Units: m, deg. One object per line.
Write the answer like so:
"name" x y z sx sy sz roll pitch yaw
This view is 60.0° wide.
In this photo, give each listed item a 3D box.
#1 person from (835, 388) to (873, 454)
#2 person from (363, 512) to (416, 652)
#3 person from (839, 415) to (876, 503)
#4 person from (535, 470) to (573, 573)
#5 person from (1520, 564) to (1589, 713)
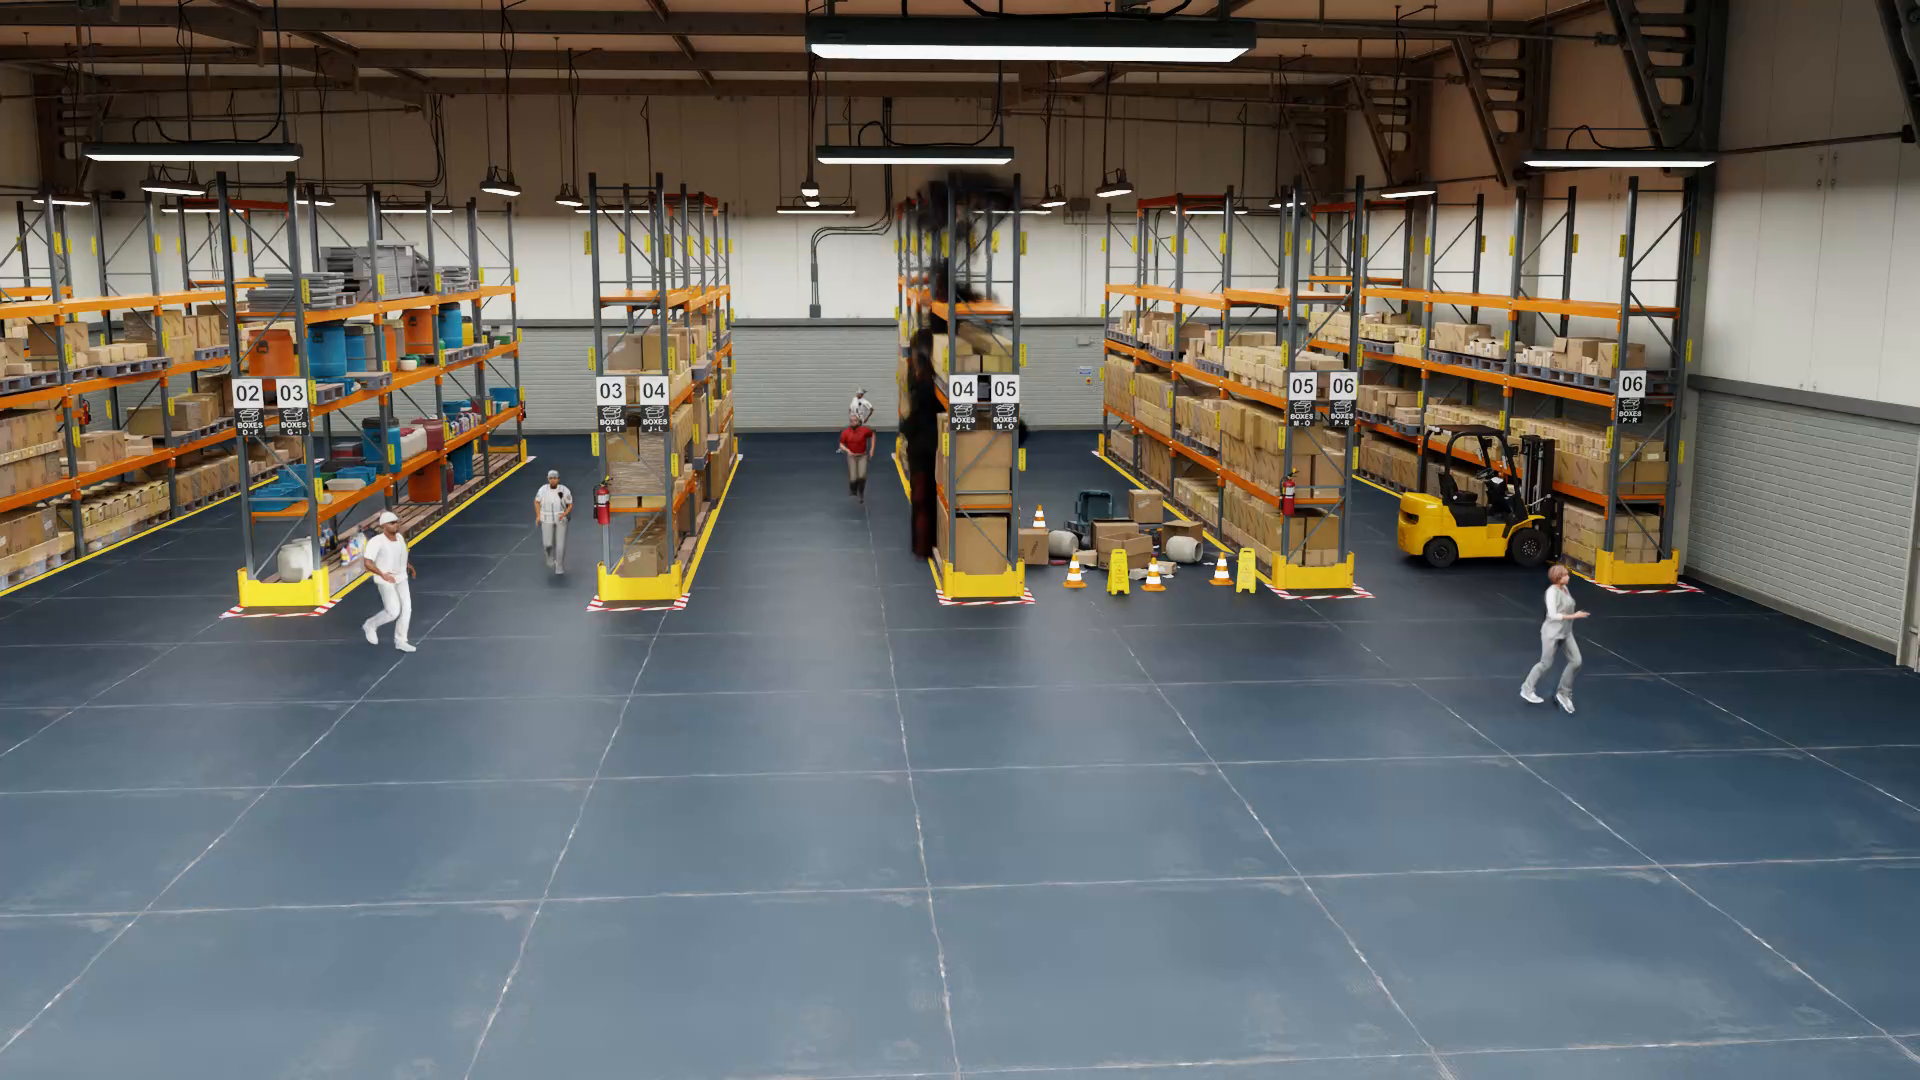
"person" -2.544 -2.908 40.507 0.828 1.627 0.647 -7 12 -36
"person" -7.146 0.513 20.825 0.720 1.754 0.726 5 11 24
"person" -1.958 -1.531 31.681 0.687 1.710 0.767 0 10 0
"person" -6.253 -0.275 25.613 0.592 1.616 0.588 -2 10 -9
"person" 6.478 1.067 18.060 0.507 1.641 0.702 -9 13 -40
